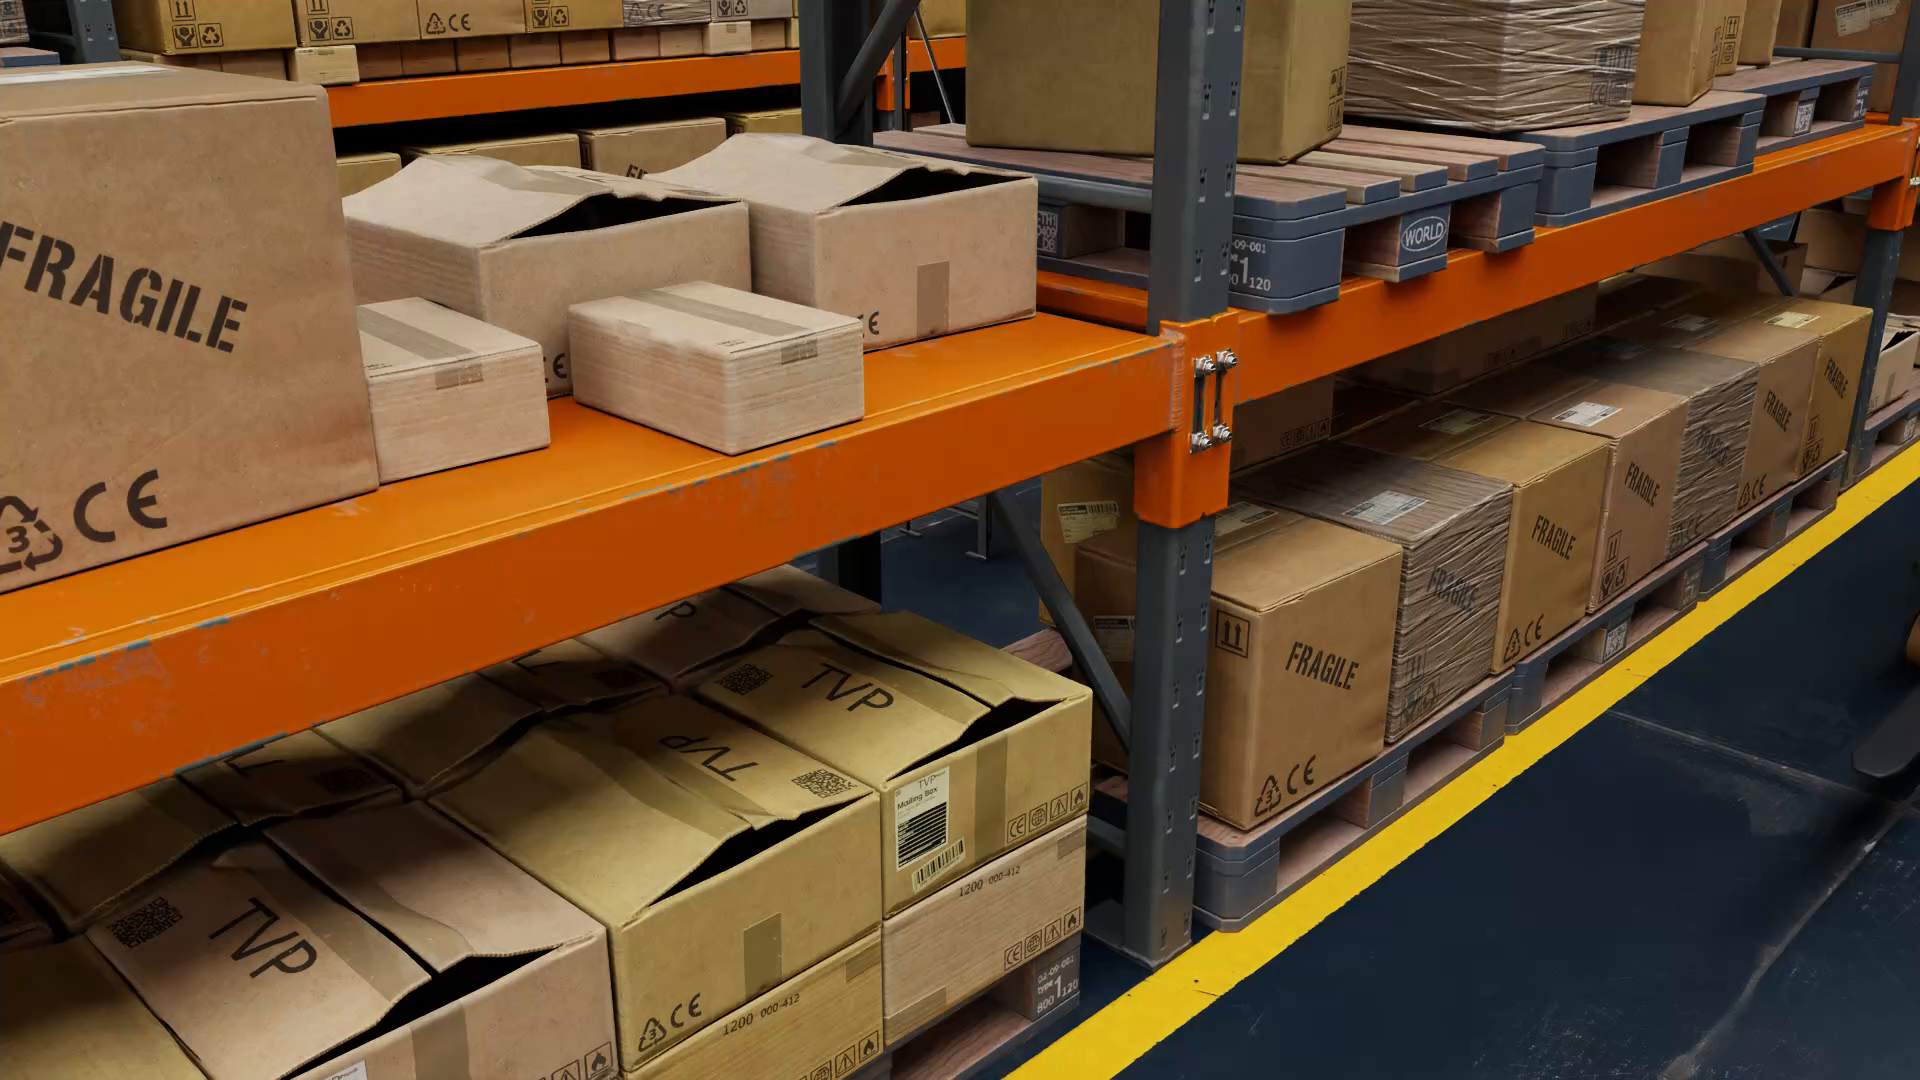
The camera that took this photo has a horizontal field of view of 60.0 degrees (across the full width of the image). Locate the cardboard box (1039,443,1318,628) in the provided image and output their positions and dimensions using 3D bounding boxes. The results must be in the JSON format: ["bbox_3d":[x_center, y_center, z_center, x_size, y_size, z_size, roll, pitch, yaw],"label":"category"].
[{"bbox_3d":[0.557,-0.014,4.300,0.500,0.500,0.500,-19,28,-40],"label":"cardboard box"}]

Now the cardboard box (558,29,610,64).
[{"bbox_3d":[-1.833,-2.296,7.690,0.250,0.149,0.380,-19,28,-40],"label":"cardboard box"}]

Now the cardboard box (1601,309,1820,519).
[{"bbox_3d":[2.374,-0.419,5.355,0.500,0.500,0.500,19,28,41],"label":"cardboard box"}]

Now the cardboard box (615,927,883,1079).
[{"bbox_3d":[-0.476,0.741,2.712,0.500,0.250,0.500,19,28,40],"label":"cardboard box"}]

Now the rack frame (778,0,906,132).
[{"bbox_3d":[-0.688,-2.943,9.050,1.000,3.000,0.127,19,28,41],"label":"rack frame"}]

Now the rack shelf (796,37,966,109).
[{"bbox_3d":[0.707,-3.121,10.517,1.077,0.370,4.000,19,28,41],"label":"rack shelf"}]

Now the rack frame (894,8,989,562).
[{"bbox_3d":[-0.055,-0.960,5.145,0.400,2.100,0.015,19,28,41],"label":"rack frame"}]

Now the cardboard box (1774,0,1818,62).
[{"bbox_3d":[3.028,-1.943,6.311,0.500,0.500,0.500,-20,28,-41],"label":"cardboard box"}]

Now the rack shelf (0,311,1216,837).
[{"bbox_3d":[-1.322,0.174,1.943,1.077,0.370,4.000,19,28,41],"label":"rack shelf"}]

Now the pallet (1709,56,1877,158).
[{"bbox_3d":[2.228,-1.436,5.398,1.003,0.211,1.213,19,28,41],"label":"pallet"}]

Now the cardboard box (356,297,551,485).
[{"bbox_3d":[-0.776,-0.217,2.307,0.250,0.149,0.380,-18,27,-38],"label":"cardboard box"}]

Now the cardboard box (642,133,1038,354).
[{"bbox_3d":[-0.212,-0.552,2.953,0.500,0.311,0.500,-18,27,-39],"label":"cardboard box"}]

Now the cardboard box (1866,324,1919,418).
[{"bbox_3d":[3.311,-0.708,6.370,0.500,0.311,0.500,19,28,41],"label":"cardboard box"}]

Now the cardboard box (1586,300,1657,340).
[{"bbox_3d":[1.987,-0.539,5.668,0.500,0.500,0.500,-20,28,-41],"label":"cardboard box"}]

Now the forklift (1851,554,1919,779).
[{"bbox_3d":[3.256,-0.964,3.996,1.130,2.935,3.031,19,28,41],"label":"forklift"}]

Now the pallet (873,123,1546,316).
[{"bbox_3d":[0.496,-0.778,3.685,1.213,0.211,1.003,19,28,41],"label":"pallet"}]

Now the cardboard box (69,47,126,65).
[{"bbox_3d":[-3.435,-1.955,6.801,0.250,0.149,0.380,-20,28,-41],"label":"cardboard box"}]

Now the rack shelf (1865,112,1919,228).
[{"bbox_3d":[4.259,-1.882,7.294,1.077,0.370,4.000,19,28,41],"label":"rack shelf"}]

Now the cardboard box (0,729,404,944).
[{"bbox_3d":[-1.221,0.479,2.614,0.500,0.311,0.500,18,28,39],"label":"cardboard box"}]

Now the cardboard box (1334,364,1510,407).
[{"bbox_3d":[1.280,-0.283,5.001,0.500,0.500,0.500,18,27,39],"label":"cardboard box"}]

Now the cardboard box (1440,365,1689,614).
[{"bbox_3d":[1.670,-0.159,4.678,0.500,0.500,0.500,18,27,39],"label":"cardboard box"}]

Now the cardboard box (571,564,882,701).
[{"bbox_3d":[-0.503,0.211,3.310,0.500,0.311,0.500,-19,28,-40],"label":"cardboard box"}]

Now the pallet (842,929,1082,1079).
[{"bbox_3d":[-0.529,0.828,3.127,1.003,0.211,1.213,19,28,41],"label":"pallet"}]

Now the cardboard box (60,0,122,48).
[{"bbox_3d":[-3.338,-2.297,6.788,0.500,0.500,0.500,19,28,41],"label":"cardboard box"}]

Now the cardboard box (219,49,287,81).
[{"bbox_3d":[-2.901,-1.896,6.649,0.250,0.149,0.380,-20,29,-41],"label":"cardboard box"}]

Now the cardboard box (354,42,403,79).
[{"bbox_3d":[-2.568,-2.039,7.020,0.380,0.149,0.250,19,28,40],"label":"cardboard box"}]

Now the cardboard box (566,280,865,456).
[{"bbox_3d":[-0.356,-0.258,2.416,0.380,0.149,0.250,19,28,41],"label":"cardboard box"}]

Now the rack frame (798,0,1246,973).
[{"bbox_3d":[0.073,-0.676,3.152,1.000,3.000,0.127,19,28,41],"label":"rack frame"}]

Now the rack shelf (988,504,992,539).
[{"bbox_3d":[0.115,-0.357,5.565,0.431,0.518,0.480,19,28,41],"label":"rack shelf"}]

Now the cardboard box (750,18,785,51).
[{"bbox_3d":[-1.093,-2.551,8.353,0.250,0.149,0.380,-19,28,-40],"label":"cardboard box"}]

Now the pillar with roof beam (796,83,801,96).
[{"bbox_3d":[2.265,-5.062,6.202,9.100,9.000,0.400,19,28,41],"label":"pillar with roof beam"}]

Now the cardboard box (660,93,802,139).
[{"bbox_3d":[-1.049,-1.936,8.841,0.750,0.750,0.750,20,28,41],"label":"cardboard box"}]

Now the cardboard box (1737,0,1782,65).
[{"bbox_3d":[2.373,-1.881,5.563,0.700,0.500,0.500,9,23,23],"label":"cardboard box"}]

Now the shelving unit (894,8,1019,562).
[{"bbox_3d":[0.115,-1.023,5.309,0.431,2.100,0.503,19,28,41],"label":"shelving unit"}]

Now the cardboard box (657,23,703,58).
[{"bbox_3d":[-1.454,-2.422,8.018,0.380,0.149,0.250,19,28,41],"label":"cardboard box"}]

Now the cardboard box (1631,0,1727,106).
[{"bbox_3d":[1.675,-1.477,4.512,0.700,0.500,0.500,12,24,27],"label":"cardboard box"}]

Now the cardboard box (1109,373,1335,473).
[{"bbox_3d":[0.594,-0.379,4.206,0.500,0.250,0.500,-19,28,-40],"label":"cardboard box"}]

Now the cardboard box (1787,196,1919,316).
[{"bbox_3d":[4.170,-1.228,7.456,0.797,0.503,0.637,19,28,41],"label":"cardboard box"}]

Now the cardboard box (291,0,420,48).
[{"bbox_3d":[-2.584,-2.303,6.803,0.500,0.500,0.500,-19,28,-40],"label":"cardboard box"}]

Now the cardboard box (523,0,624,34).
[{"bbox_3d":[-1.880,-2.566,7.487,0.500,0.500,0.500,-19,28,-41],"label":"cardboard box"}]

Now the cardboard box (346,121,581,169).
[{"bbox_3d":[-2.256,-1.487,7.674,0.750,0.750,0.750,19,28,40],"label":"cardboard box"}]

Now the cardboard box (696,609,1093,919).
[{"bbox_3d":[-0.116,0.346,2.959,0.500,0.311,0.500,-19,28,-41],"label":"cardboard box"}]

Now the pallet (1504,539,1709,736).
[{"bbox_3d":[1.472,0.131,4.939,1.003,0.211,1.213,19,28,41],"label":"pallet"}]

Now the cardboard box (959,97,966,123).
[{"bbox_3d":[0.213,-2.658,10.303,0.380,0.149,0.250,18,27,39],"label":"cardboard box"}]

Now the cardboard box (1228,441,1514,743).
[{"bbox_3d":[0.957,0.104,3.994,0.500,0.500,0.500,18,27,39],"label":"cardboard box"}]

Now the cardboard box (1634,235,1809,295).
[{"bbox_3d":[3.058,-0.960,6.762,0.500,0.500,0.500,19,28,41],"label":"cardboard box"}]

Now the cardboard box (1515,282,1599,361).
[{"bbox_3d":[1.654,-0.772,5.228,0.500,0.250,0.500,19,28,41],"label":"cardboard box"}]

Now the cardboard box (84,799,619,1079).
[{"bbox_3d":[-0.828,0.610,2.271,0.500,0.311,0.500,19,28,40],"label":"cardboard box"}]

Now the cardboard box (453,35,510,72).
[{"bbox_3d":[-2.206,-2.171,7.365,0.250,0.149,0.380,-20,28,-41],"label":"cardboard box"}]

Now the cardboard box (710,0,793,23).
[{"bbox_3d":[-1.179,-2.822,8.155,0.500,0.500,0.500,20,28,41],"label":"cardboard box"}]

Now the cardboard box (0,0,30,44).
[{"bbox_3d":[-3.799,-2.043,5.957,0.700,0.500,0.500,15,26,35],"label":"cardboard box"}]

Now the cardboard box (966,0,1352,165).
[{"bbox_3d":[0.432,-1.109,3.553,0.700,0.500,0.500,9,23,23],"label":"cardboard box"}]
